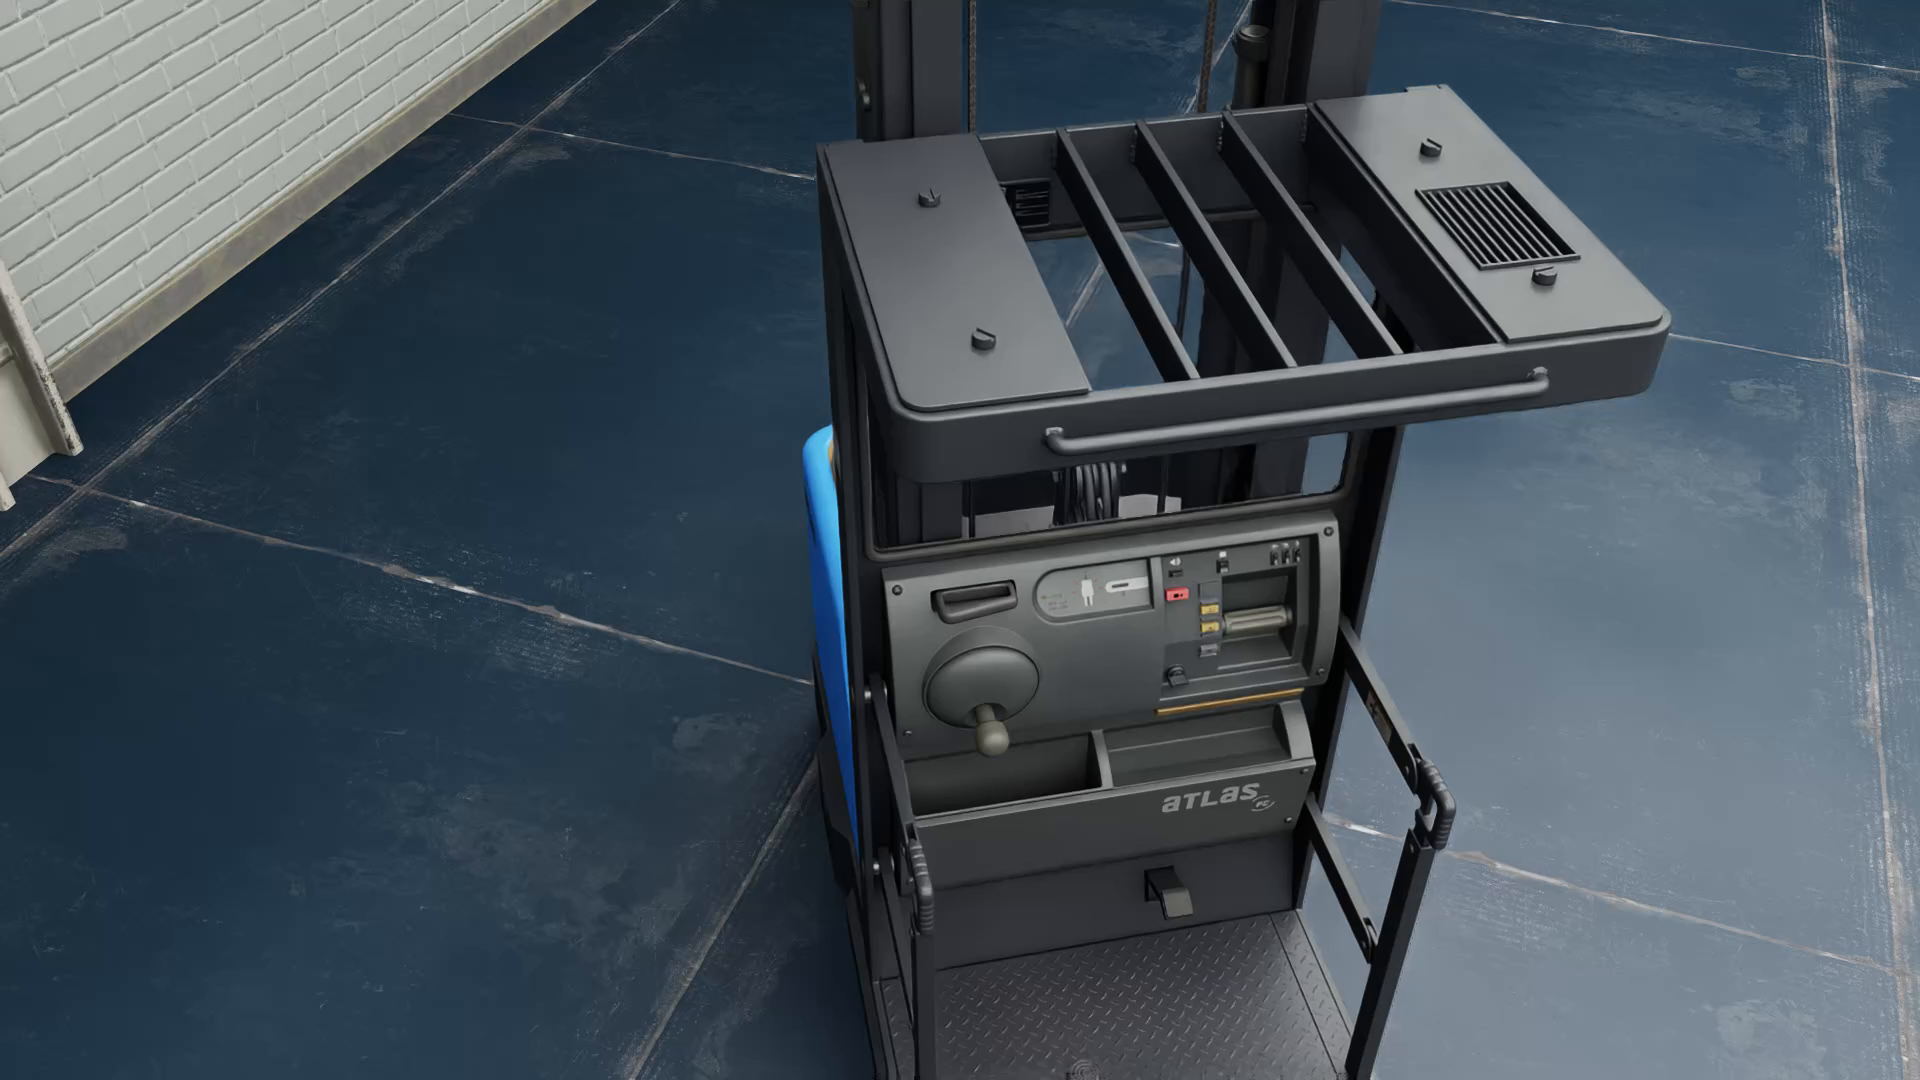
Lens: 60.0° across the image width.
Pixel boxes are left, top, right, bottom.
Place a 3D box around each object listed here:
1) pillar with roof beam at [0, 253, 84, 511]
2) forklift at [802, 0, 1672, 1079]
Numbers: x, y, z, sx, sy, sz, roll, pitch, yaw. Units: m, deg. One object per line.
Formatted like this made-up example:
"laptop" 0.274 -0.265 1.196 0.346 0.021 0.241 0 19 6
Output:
"pillar with roof beam" 0.598 -2.723 2.008 9.100 9.000 0.400 13 42 15
"forklift" 0.360 0.270 3.175 1.130 2.935 3.031 -8 41 -9
